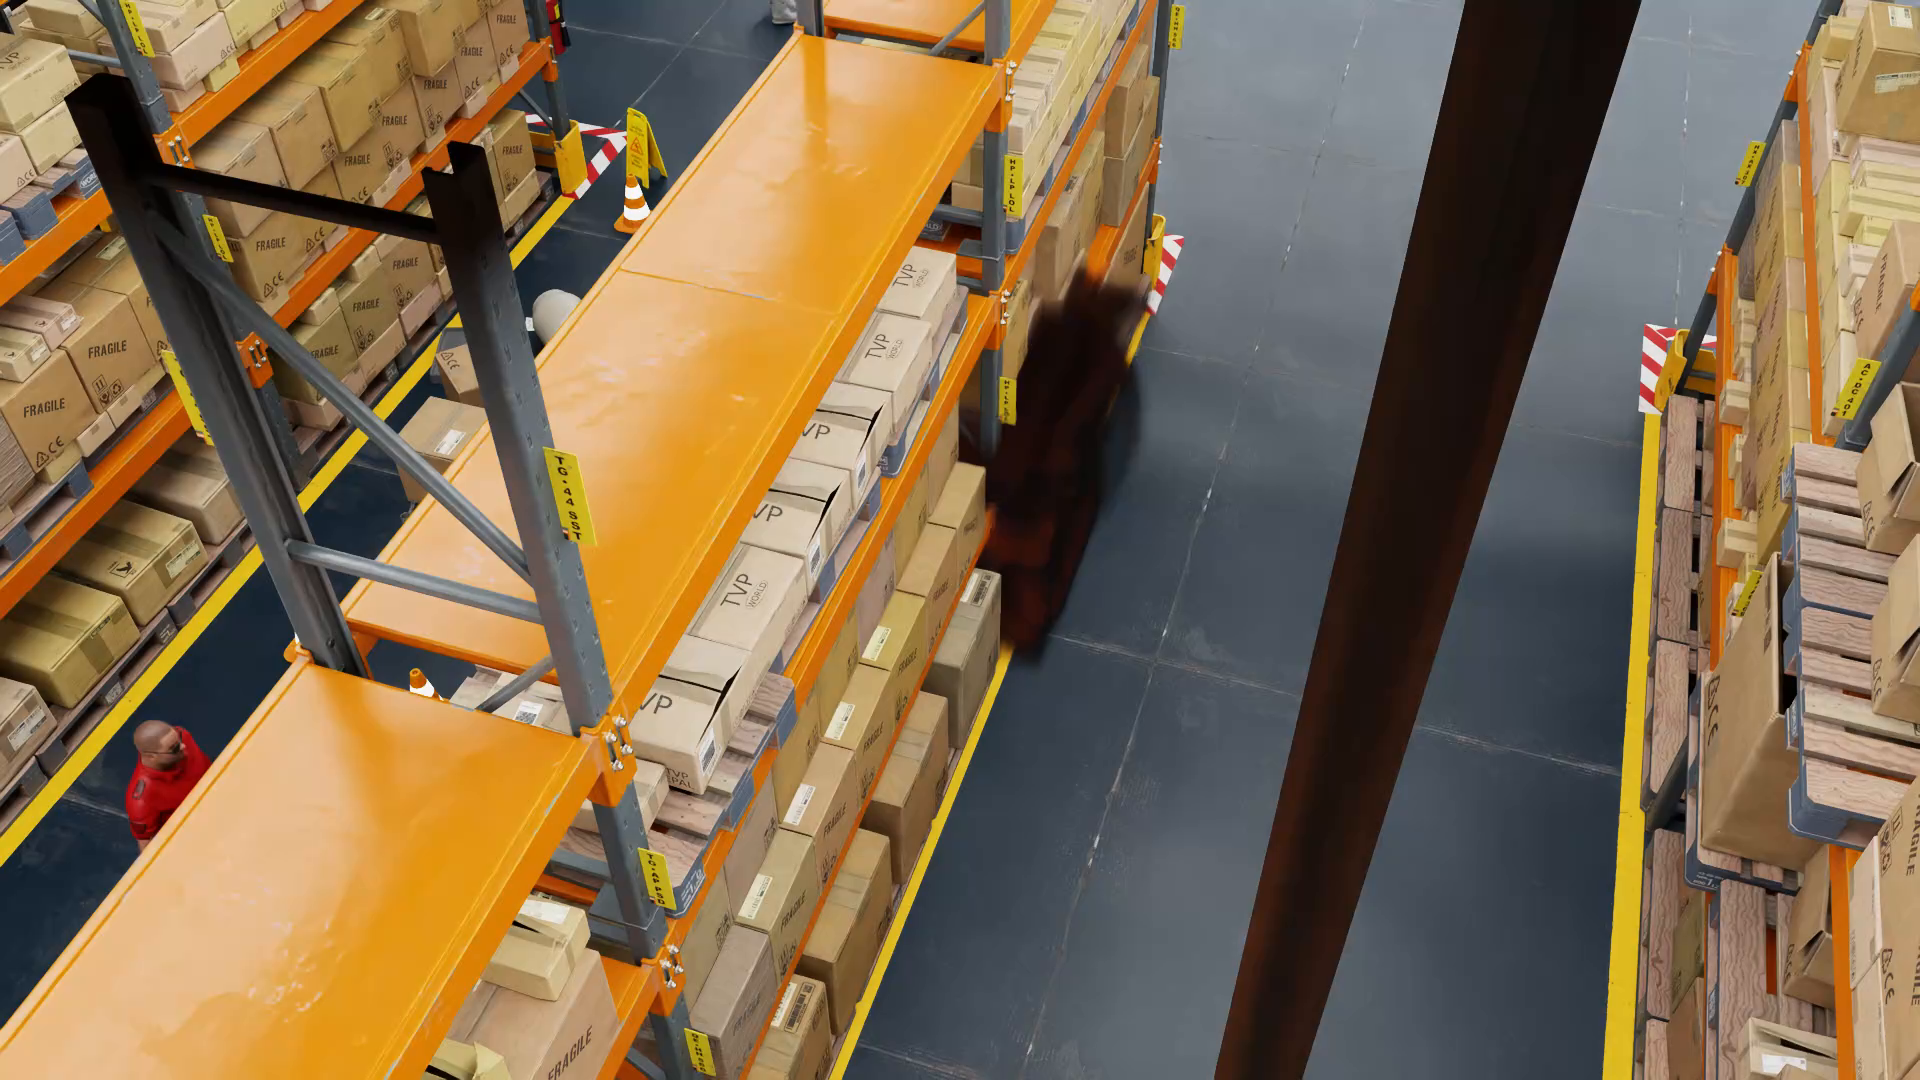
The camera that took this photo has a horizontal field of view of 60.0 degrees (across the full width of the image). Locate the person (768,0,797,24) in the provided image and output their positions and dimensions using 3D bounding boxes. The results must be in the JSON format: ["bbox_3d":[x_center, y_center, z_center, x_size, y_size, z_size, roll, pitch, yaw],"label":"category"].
[{"bbox_3d":[-1.685,-5.629,15.418,0.440,1.798,0.630,-14,47,-14],"label":"person"}]

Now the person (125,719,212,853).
[{"bbox_3d":[-3.809,1.483,8.404,0.505,1.727,0.630,14,47,13],"label":"person"}]
